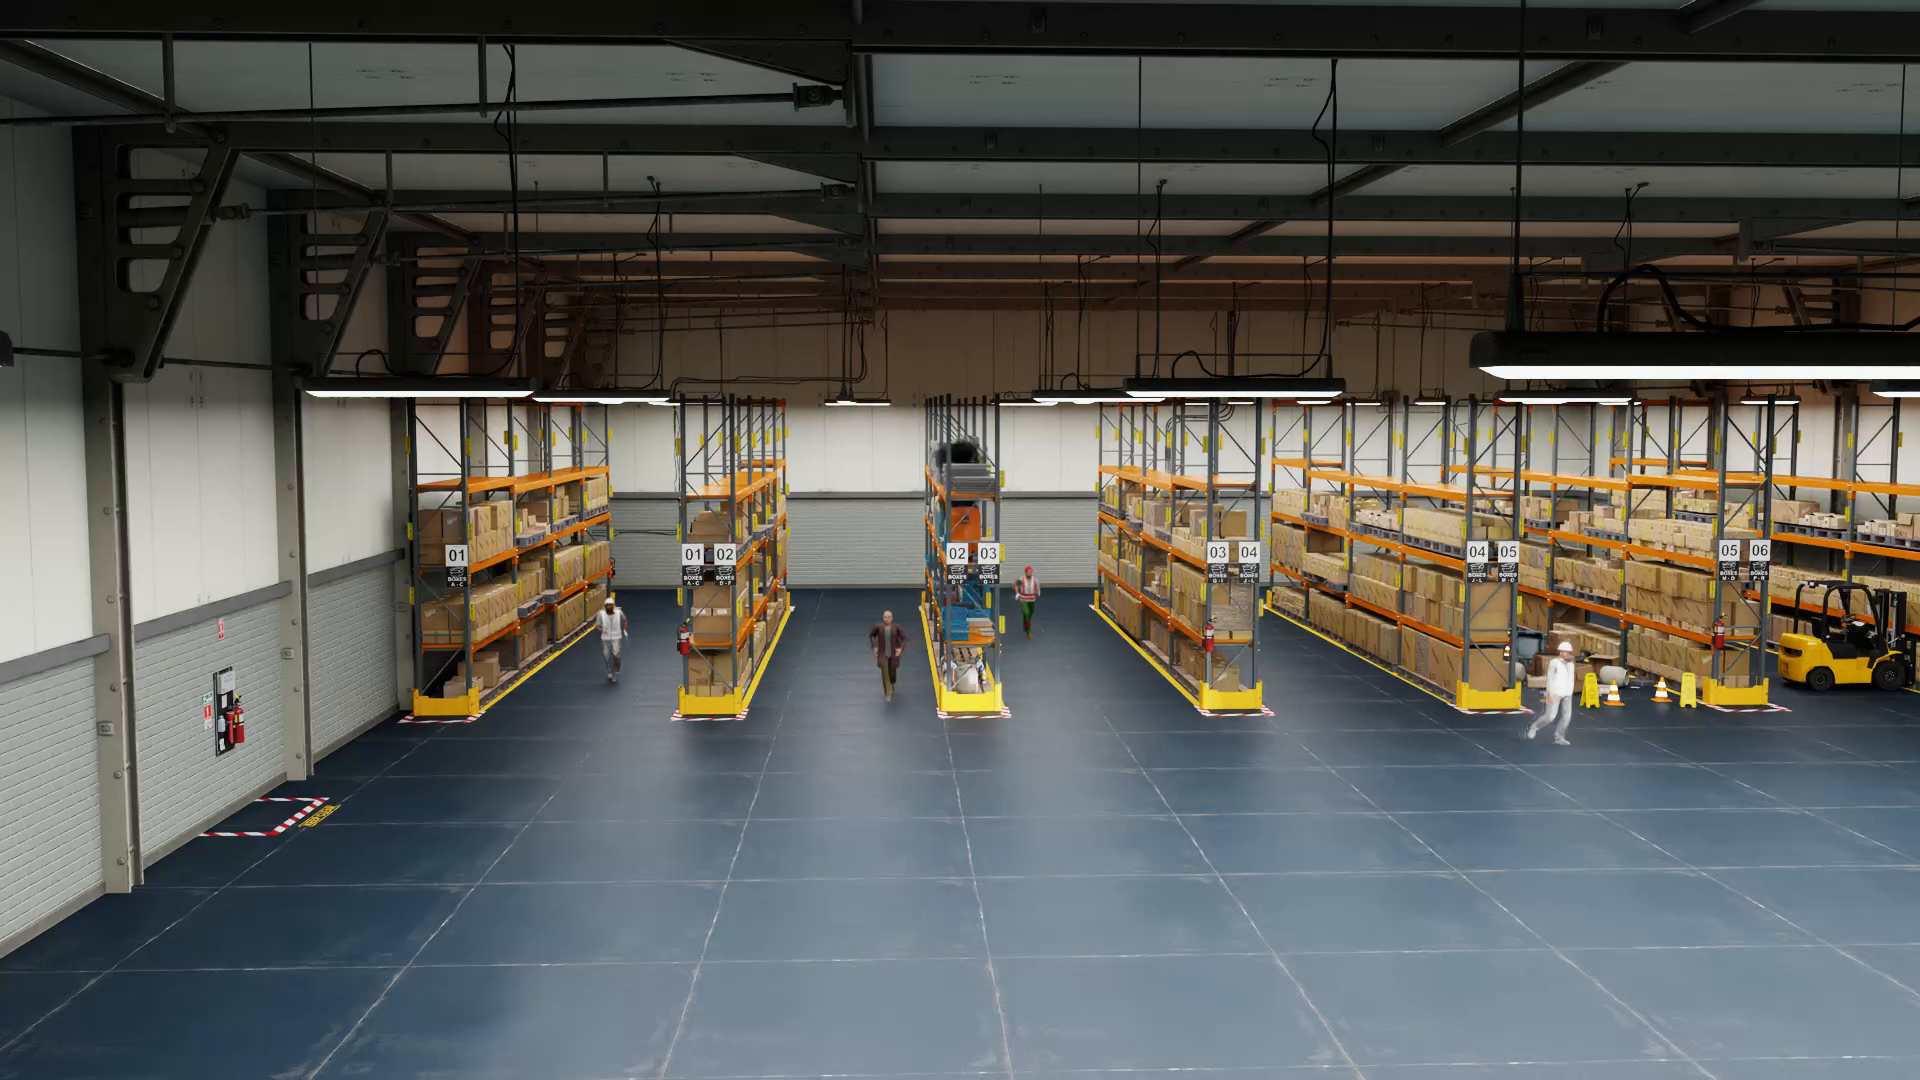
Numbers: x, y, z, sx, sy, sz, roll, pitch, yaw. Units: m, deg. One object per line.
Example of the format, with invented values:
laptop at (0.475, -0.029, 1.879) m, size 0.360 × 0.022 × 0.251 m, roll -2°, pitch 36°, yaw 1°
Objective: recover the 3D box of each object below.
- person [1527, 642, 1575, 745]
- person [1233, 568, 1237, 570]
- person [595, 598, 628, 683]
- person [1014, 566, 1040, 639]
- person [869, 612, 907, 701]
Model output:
person at (10.114, 2.604, 28.359) m, size 0.681 × 1.744 × 0.622 m, roll -2°, pitch 5°, yaw -21°
person at (7.039, 1.494, 42.817) m, size 0.629 × 1.767 × 0.727 m, roll -1°, pitch 5°, yaw -12°
person at (-7.277, 2.095, 34.717) m, size 0.650 × 1.783 × 0.798 m, roll -1°, pitch 5°, yaw -7°
person at (1.696, 1.534, 41.773) m, size 0.613 × 1.786 × 0.993 m, roll -1°, pitch 5°, yaw -14°
person at (-1.424, 2.282, 32.927) m, size 0.748 × 1.780 × 0.875 m, roll 0°, pitch 5°, yaw 1°
